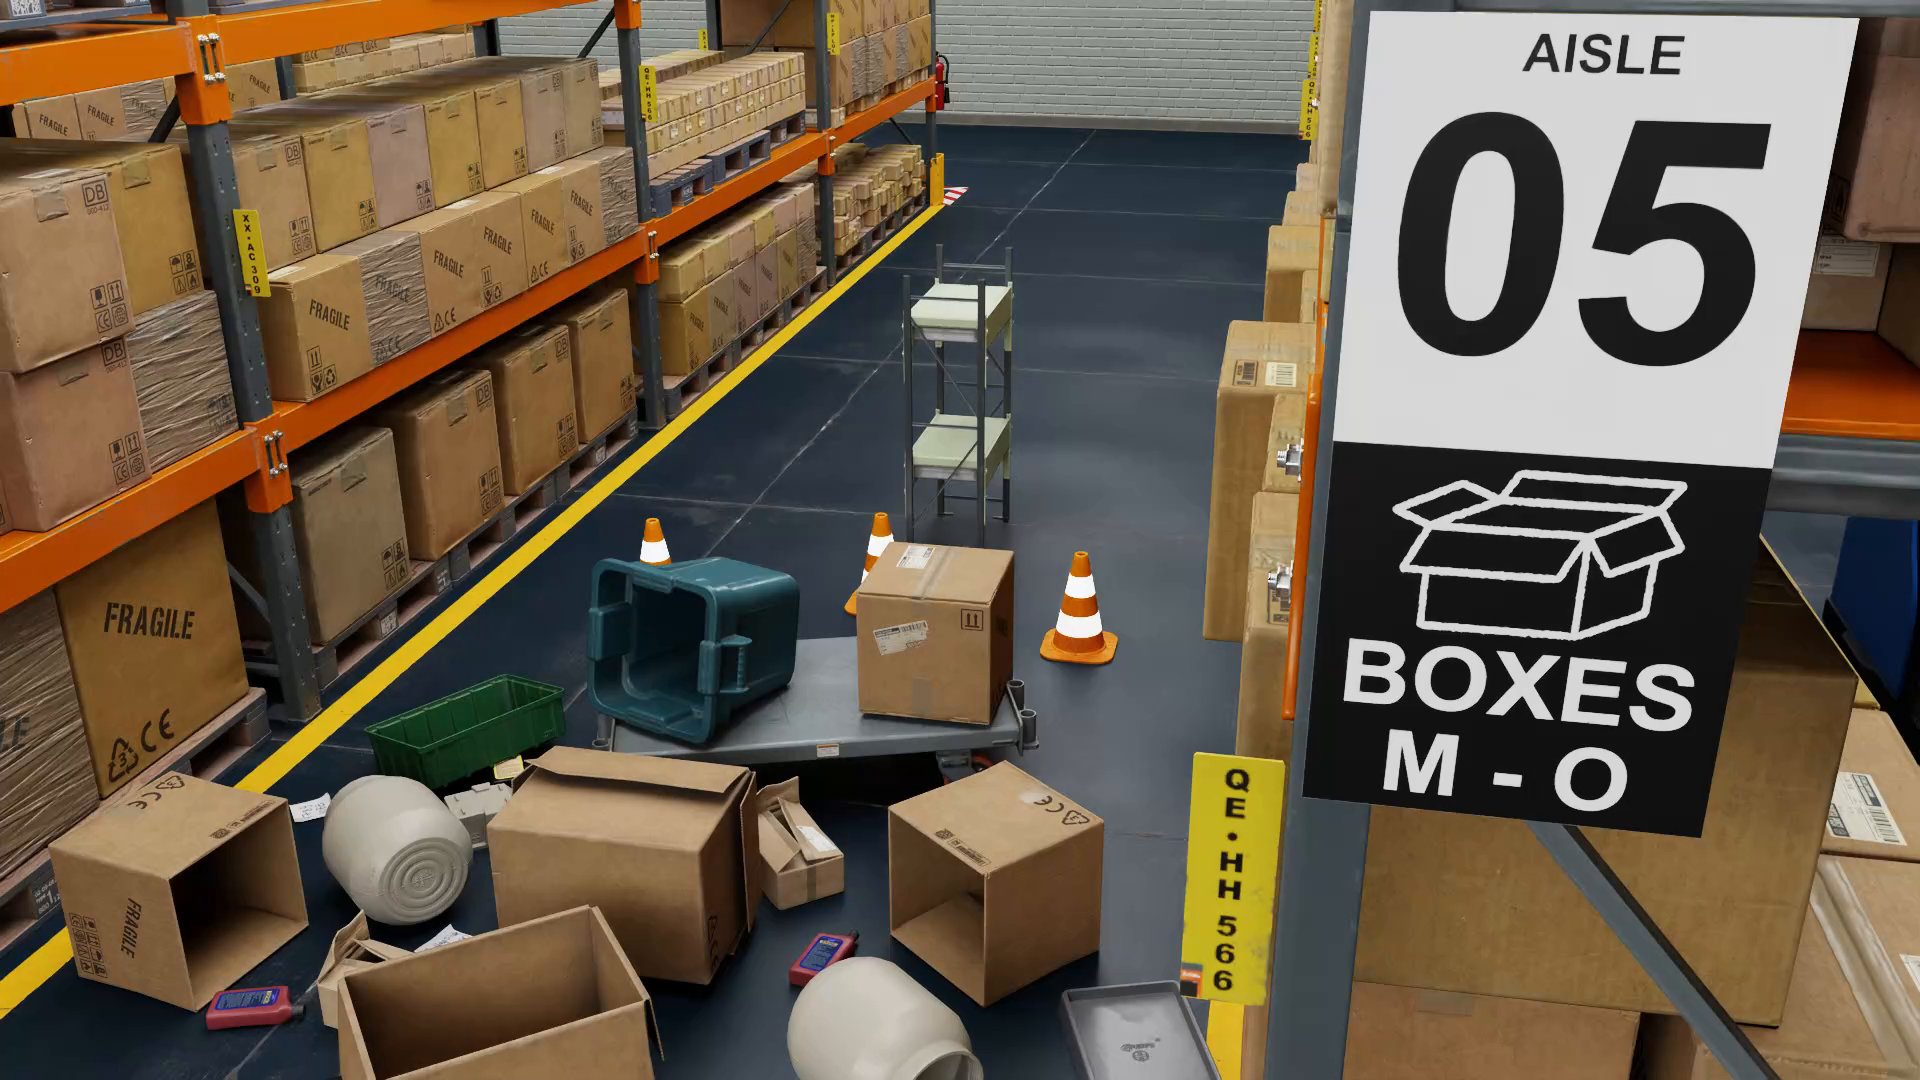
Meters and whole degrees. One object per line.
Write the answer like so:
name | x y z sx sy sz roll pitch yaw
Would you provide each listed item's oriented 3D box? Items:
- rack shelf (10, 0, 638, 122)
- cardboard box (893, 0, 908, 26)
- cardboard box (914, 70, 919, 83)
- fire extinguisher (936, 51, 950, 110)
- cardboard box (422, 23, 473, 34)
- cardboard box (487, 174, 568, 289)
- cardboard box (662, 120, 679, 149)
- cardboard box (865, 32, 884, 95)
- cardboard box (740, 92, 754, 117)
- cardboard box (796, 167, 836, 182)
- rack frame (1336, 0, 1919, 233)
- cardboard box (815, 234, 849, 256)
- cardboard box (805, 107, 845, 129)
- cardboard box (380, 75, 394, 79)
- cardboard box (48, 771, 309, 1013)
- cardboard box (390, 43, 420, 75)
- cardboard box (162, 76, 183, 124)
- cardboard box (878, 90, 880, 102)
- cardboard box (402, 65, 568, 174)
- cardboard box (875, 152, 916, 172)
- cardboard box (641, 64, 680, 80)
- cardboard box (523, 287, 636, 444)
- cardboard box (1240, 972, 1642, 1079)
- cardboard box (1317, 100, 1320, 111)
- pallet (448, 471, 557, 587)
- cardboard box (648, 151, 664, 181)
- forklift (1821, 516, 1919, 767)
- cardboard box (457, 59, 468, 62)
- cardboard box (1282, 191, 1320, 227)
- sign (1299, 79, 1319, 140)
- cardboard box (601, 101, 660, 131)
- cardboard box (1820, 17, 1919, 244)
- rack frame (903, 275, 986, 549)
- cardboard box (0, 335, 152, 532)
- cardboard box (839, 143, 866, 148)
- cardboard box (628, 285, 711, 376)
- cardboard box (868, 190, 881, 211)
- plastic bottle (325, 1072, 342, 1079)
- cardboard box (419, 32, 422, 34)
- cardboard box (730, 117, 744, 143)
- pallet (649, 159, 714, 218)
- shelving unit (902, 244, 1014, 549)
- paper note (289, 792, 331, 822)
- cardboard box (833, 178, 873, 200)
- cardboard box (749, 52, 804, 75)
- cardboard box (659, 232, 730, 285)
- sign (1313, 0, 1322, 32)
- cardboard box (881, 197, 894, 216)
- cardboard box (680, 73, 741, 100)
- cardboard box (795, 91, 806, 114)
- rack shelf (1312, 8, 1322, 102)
rack shelf | -2.795 -2.468 7.915 1.077 0.370 4.000 4 22 11
cardboard box | -0.805 -5.154 15.764 0.500 0.500 0.500 6 23 14
cardboard box | -0.631 -4.723 16.901 0.380 0.149 0.250 4 22 11
fire extinguisher | -0.251 -4.916 17.647 0.296 0.674 0.183 4 22 11
cardboard box | -5.431 -5.701 17.793 0.500 0.500 0.500 5 22 12
cardboard box | -2.421 -1.638 8.772 0.500 0.500 0.500 4 22 10
cardboard box | -2.038 -2.619 10.718 0.380 0.149 0.250 6 23 13
cardboard box | -0.991 -4.314 15.019 0.500 0.500 0.500 4 22 10
cardboard box | -1.724 -3.178 12.106 0.380 0.149 0.250 5 22 11
cardboard box | -1.400 -3.469 15.908 0.380 0.149 0.250 5 22 11
rack frame | 0.848 -1.659 0.927 1.000 3.000 0.127 4 22 11
cardboard box | -1.181 -2.586 14.514 0.380 0.149 0.250 3 22 9
cardboard box | -1.192 -3.567 14.032 0.380 0.149 0.250 5 23 13
cardboard box | -5.755 -4.460 16.250 0.380 0.149 0.250 5 22 12
cardboard box | -2.515 1.125 5.388 0.500 0.500 0.500 8 23 20
cardboard box | -5.738 -4.792 16.538 0.500 0.250 0.500 4 22 11
cardboard box | -6.441 -3.503 13.401 0.500 0.500 0.500 4 22 10
cardboard box | -0.962 -4.154 15.489 0.380 0.149 0.250 5 23 13
cardboard box | -2.590 -2.304 9.087 0.700 0.500 0.500 4 22 10
cardboard box | -0.650 -3.811 16.760 0.380 0.149 0.250 4 22 10
cardboard box | -2.312 -3.469 12.431 0.380 0.149 0.250 4 22 10
cardboard box | -2.599 -1.078 9.963 1.050 0.750 0.750 4 22 10
cardboard box | 0.689 0.720 2.518 0.500 0.500 0.500 4 22 10
cardboard box | 1.011 -1.054 3.776 0.380 0.149 0.250 4 22 10
pallet | -2.872 -0.121 8.872 1.003 0.211 1.213 4 22 11
cardboard box | -2.098 -2.369 10.494 0.380 0.149 0.250 4 22 10
forklift | 4.065 -0.254 5.561 1.130 2.935 3.031 5 22 11
cardboard box | -5.443 -5.024 17.648 0.380 0.149 0.250 5 22 11
cardboard box | 1.236 -0.658 4.601 0.700 0.500 0.500 5 22 11
sign | 1.936 -2.380 9.198 0.100 0.325 0.005 4 22 11
cardboard box | -2.102 -2.652 10.402 0.380 0.149 0.250 4 22 11
cardboard box | 1.211 -0.499 1.866 0.500 0.250 0.500 4 22 10
rack frame | -0.076 -0.559 8.235 0.400 1.500 0.023 4 22 11
cardboard box | -3.356 -0.410 5.656 0.875 0.550 0.550 4 22 11
cardboard box | -1.194 -4.051 17.353 0.380 0.149 0.250 3 22 8
cardboard box | -1.992 -1.417 11.140 0.500 0.500 0.500 4 22 9
cardboard box | -0.954 -3.200 15.639 0.380 0.149 0.250 4 22 11
plastic bottle | -1.822 1.618 4.755 0.133 0.061 0.283 -3 22 -8
cardboard box | -5.951 -5.396 18.040 0.500 0.250 0.500 4 22 9
cardboard box | -1.775 -2.949 11.934 0.380 0.149 0.250 4 22 9
pallet | -2.345 -2.322 10.860 1.213 0.211 1.003 4 22 11
shelving unit | -0.001 -0.693 8.567 0.431 1.500 0.755 4 22 11
paper note | -2.453 1.013 6.298 0.147 0.020 0.142 -11 25 -26
cardboard box | -1.017 -3.240 15.341 0.380 0.149 0.250 5 22 12
cardboard box | -1.461 -3.798 13.246 0.380 0.149 0.250 5 23 13
cardboard box | -1.905 -1.944 11.447 0.500 0.250 0.500 4 22 10
sign | 3.570 -5.210 16.511 0.100 0.325 0.005 4 22 11
cardboard box | -0.853 -3.252 16.168 0.380 0.149 0.250 5 22 12
cardboard box | -1.781 -3.222 11.817 0.380 0.149 0.250 4 22 10
cardboard box | -1.457 -3.523 13.360 0.380 0.149 0.250 4 22 10
rack shelf | 2.072 -2.128 7.070 1.077 0.370 4.000 4 22 11
